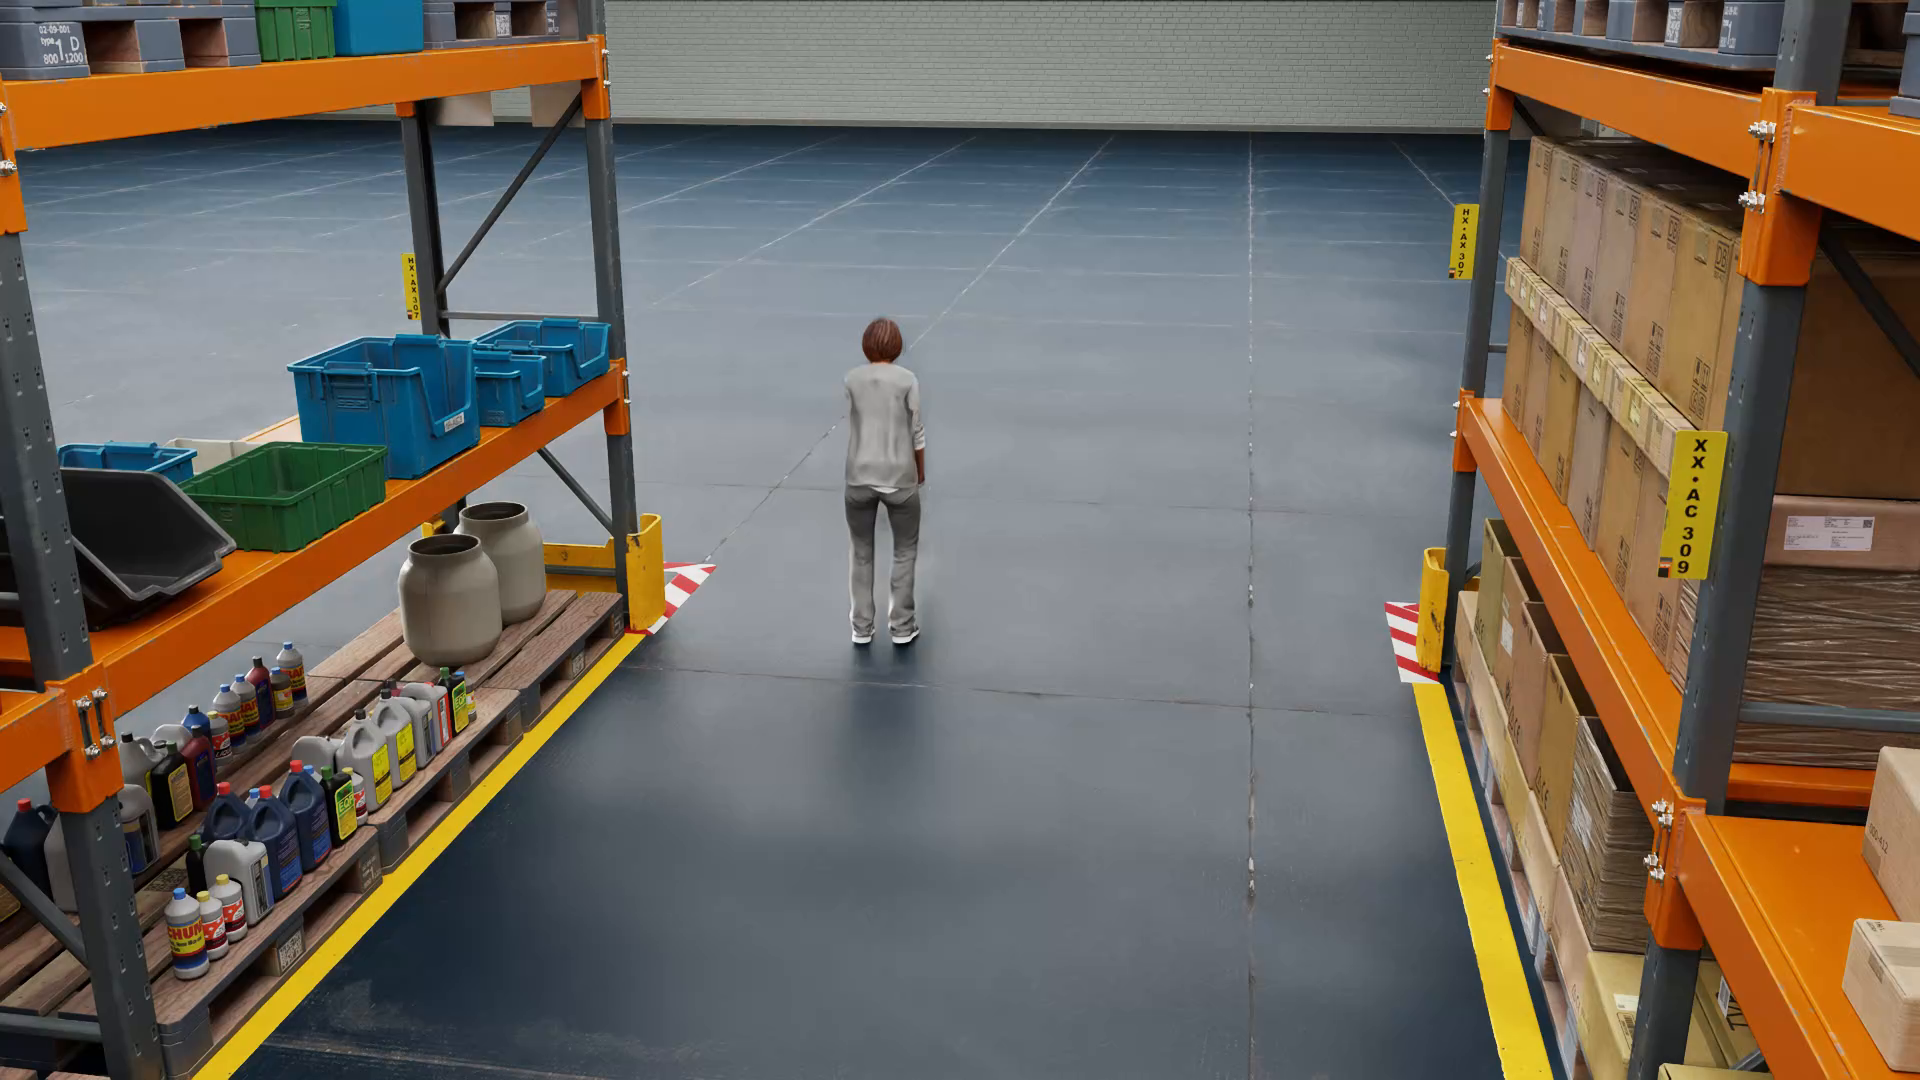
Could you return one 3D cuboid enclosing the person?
[{"bbox_3d":[-0.362,-0.280,7.966,0.372,1.577,0.521,3,18,8],"label":"person"}]
